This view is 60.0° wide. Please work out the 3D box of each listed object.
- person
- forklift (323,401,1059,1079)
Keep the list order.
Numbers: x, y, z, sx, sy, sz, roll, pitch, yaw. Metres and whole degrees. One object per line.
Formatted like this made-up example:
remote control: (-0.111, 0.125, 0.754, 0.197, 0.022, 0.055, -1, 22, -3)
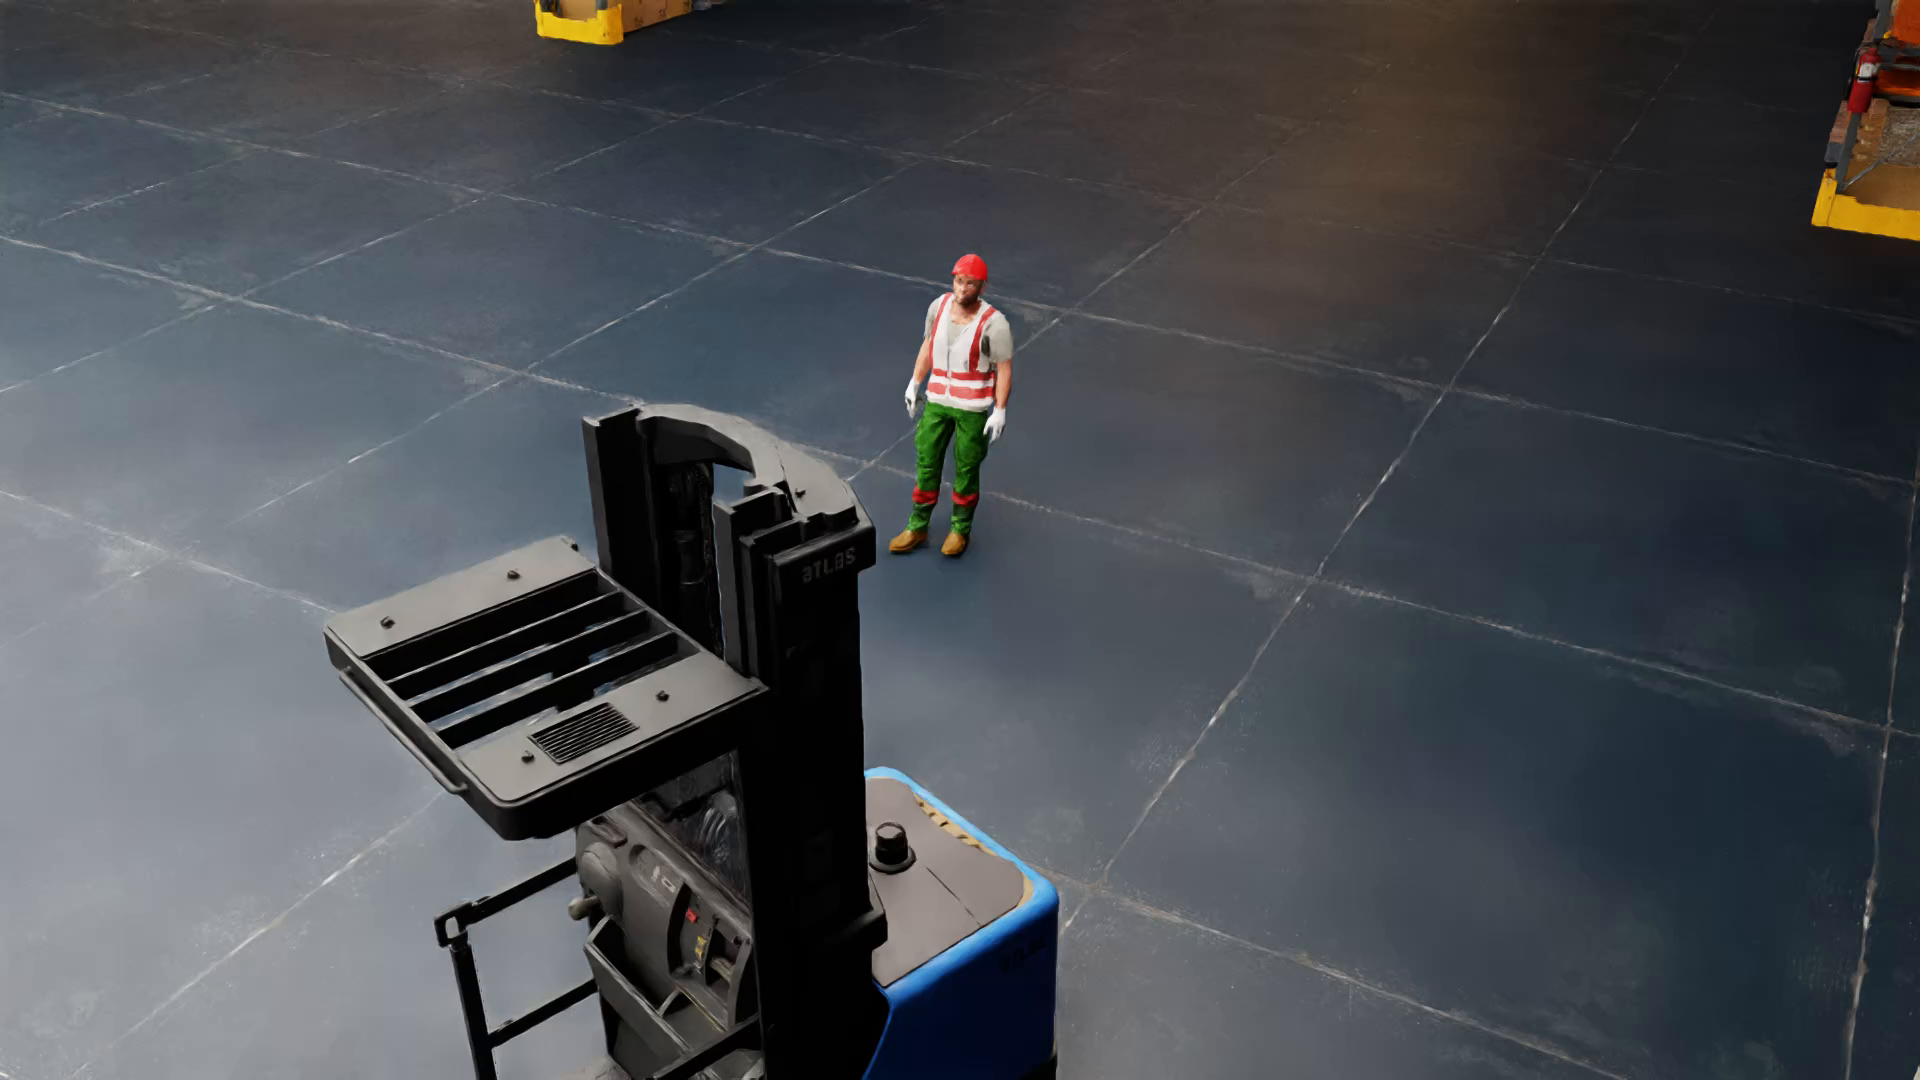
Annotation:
person: (-0.048, -0.748, 9.496, 0.637, 1.787, 0.563, 15, 33, 25)
forklift: (-1.083, 1.172, 5.039, 3.031, 2.935, 1.130, -24, 37, -35)
